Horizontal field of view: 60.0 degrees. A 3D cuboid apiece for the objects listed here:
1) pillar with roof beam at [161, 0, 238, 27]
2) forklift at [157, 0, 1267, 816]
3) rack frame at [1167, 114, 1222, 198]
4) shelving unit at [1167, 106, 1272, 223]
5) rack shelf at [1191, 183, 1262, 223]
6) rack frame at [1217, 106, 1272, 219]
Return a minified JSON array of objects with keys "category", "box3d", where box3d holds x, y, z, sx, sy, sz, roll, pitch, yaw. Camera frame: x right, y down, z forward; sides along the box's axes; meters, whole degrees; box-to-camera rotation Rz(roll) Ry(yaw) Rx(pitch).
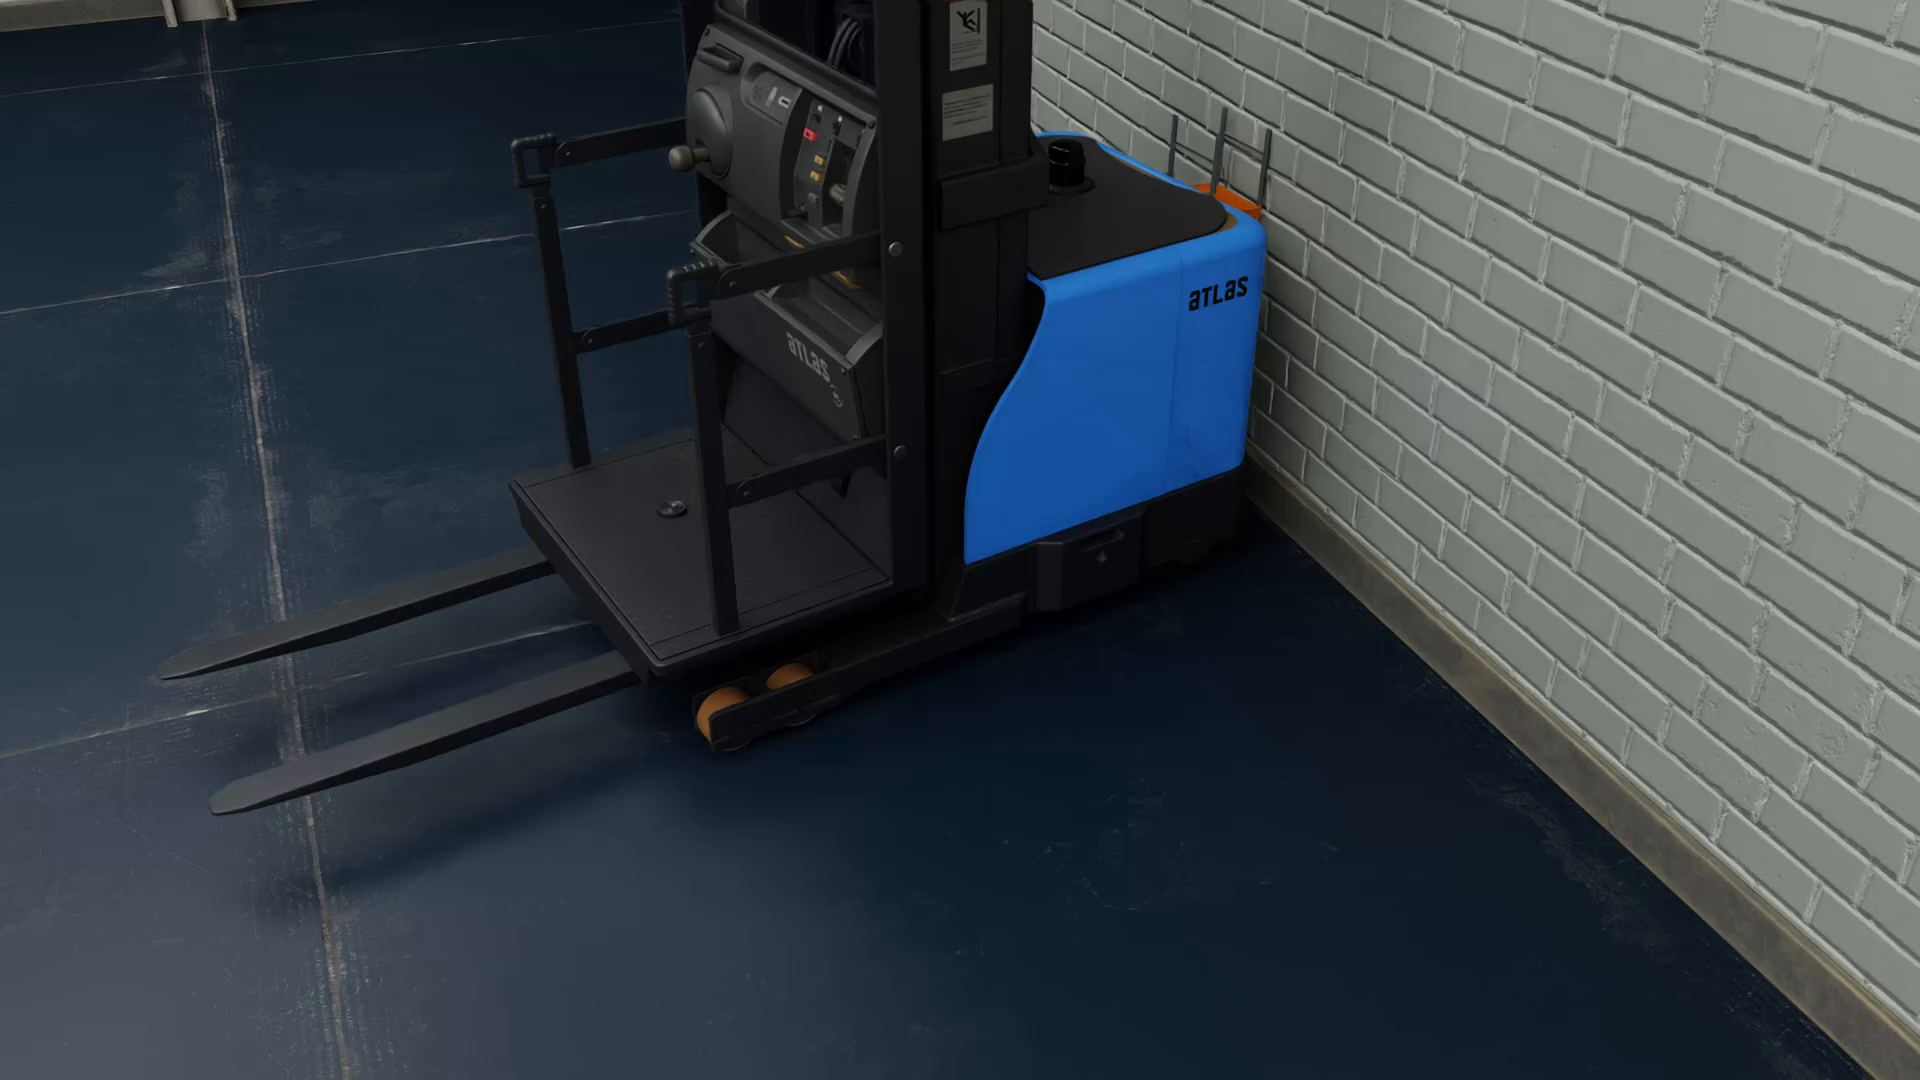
[{"category":"pillar with roof beam","box3d":[-2.964,-4.804,4.382,0.400,9.000,9.100,-13,35,-19]},{"category":"forklift","box3d":[-0.638,-1.001,4.101,3.031,2.935,1.130,-19,38,-27]},{"category":"rack frame","box3d":[0.685,-0.719,5.244,0.006,1.200,0.240,-15,36,-25]},{"category":"shelving unit","box3d":[0.766,-0.740,5.282,0.189,1.200,0.258,-15,36,-25]},{"category":"rack shelf","box3d":[0.775,-1.007,5.115,0.180,0.103,0.258,-15,36,-25]},{"category":"rack frame","box3d":[0.846,-0.762,5.321,0.006,1.200,0.240,-15,36,-25]}]
